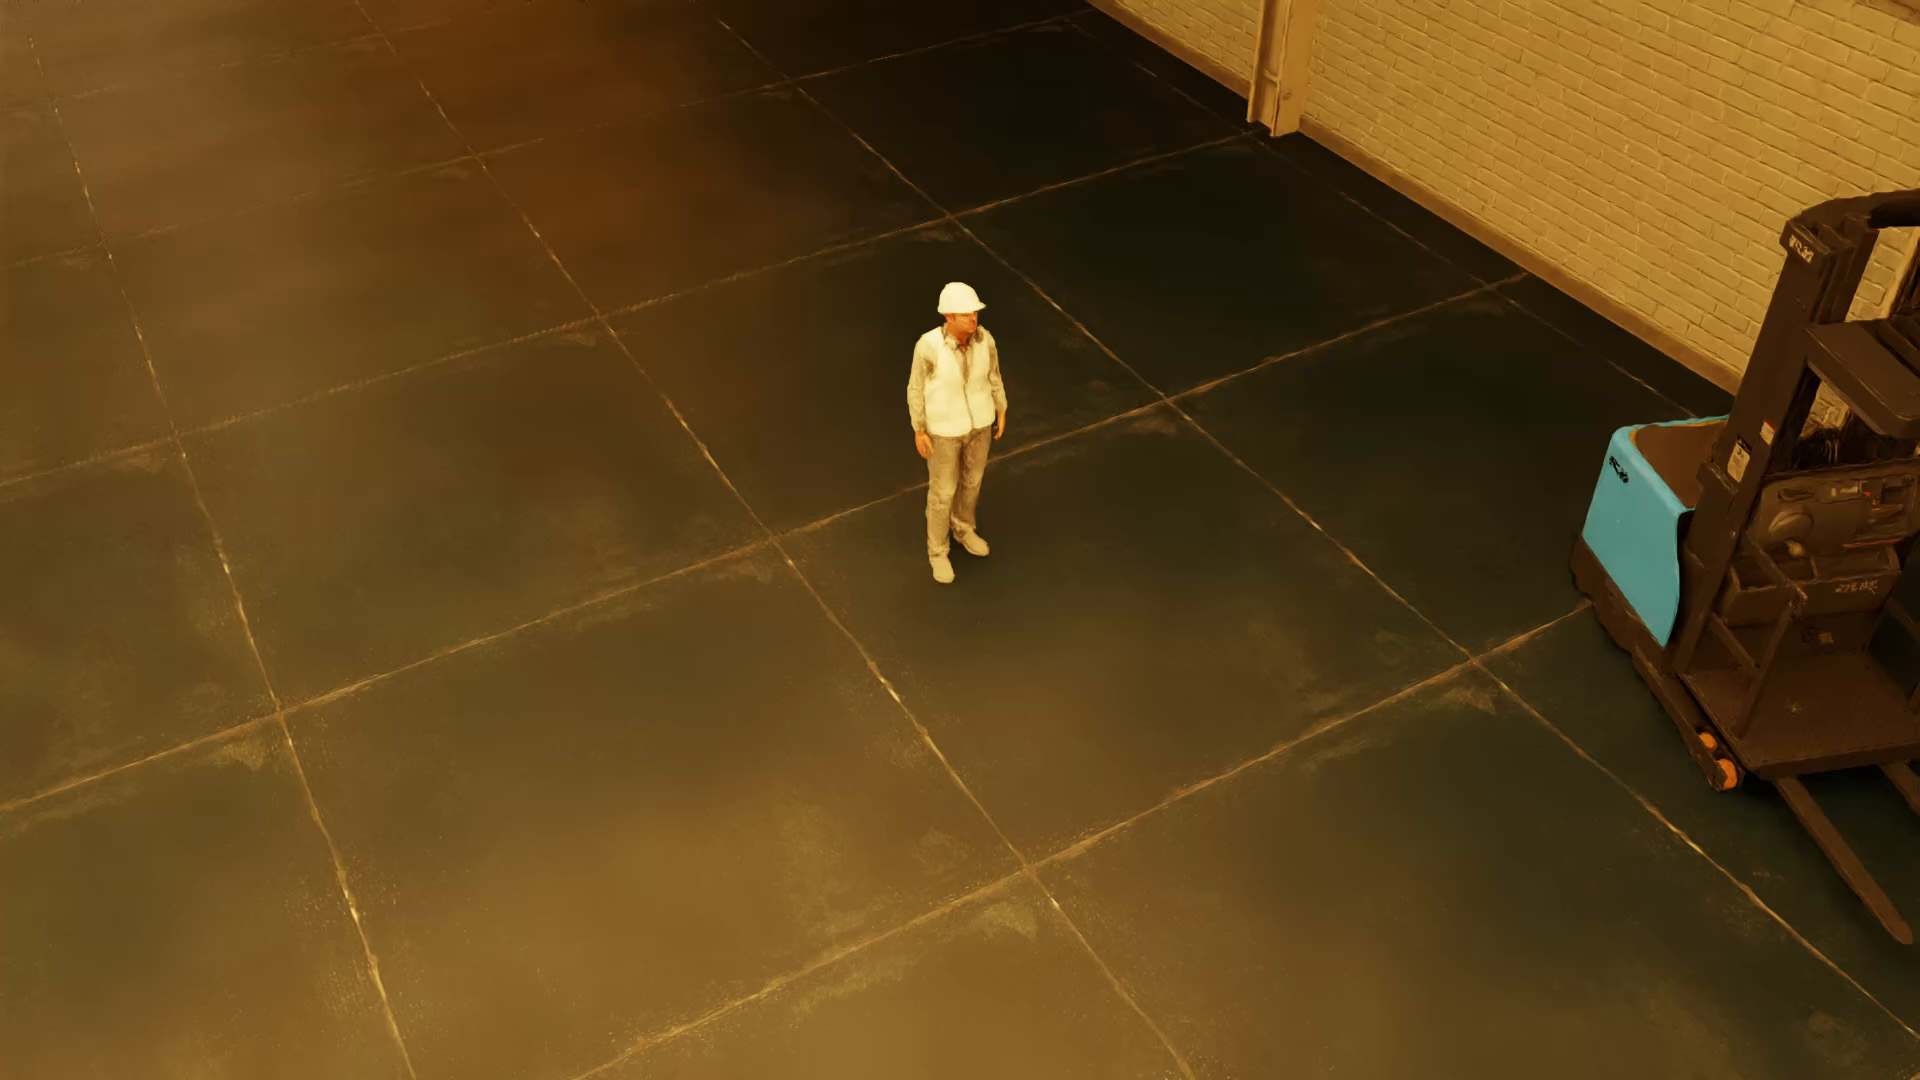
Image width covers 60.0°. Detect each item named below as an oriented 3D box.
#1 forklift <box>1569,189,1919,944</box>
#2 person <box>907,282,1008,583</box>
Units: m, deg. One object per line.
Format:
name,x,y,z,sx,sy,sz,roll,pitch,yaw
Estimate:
forklift,4.442,-0.070,8.121,1.130,2.935,3.031,-7,40,-8
person,0.024,-0.649,9.718,0.632,1.768,0.567,-20,44,-23
